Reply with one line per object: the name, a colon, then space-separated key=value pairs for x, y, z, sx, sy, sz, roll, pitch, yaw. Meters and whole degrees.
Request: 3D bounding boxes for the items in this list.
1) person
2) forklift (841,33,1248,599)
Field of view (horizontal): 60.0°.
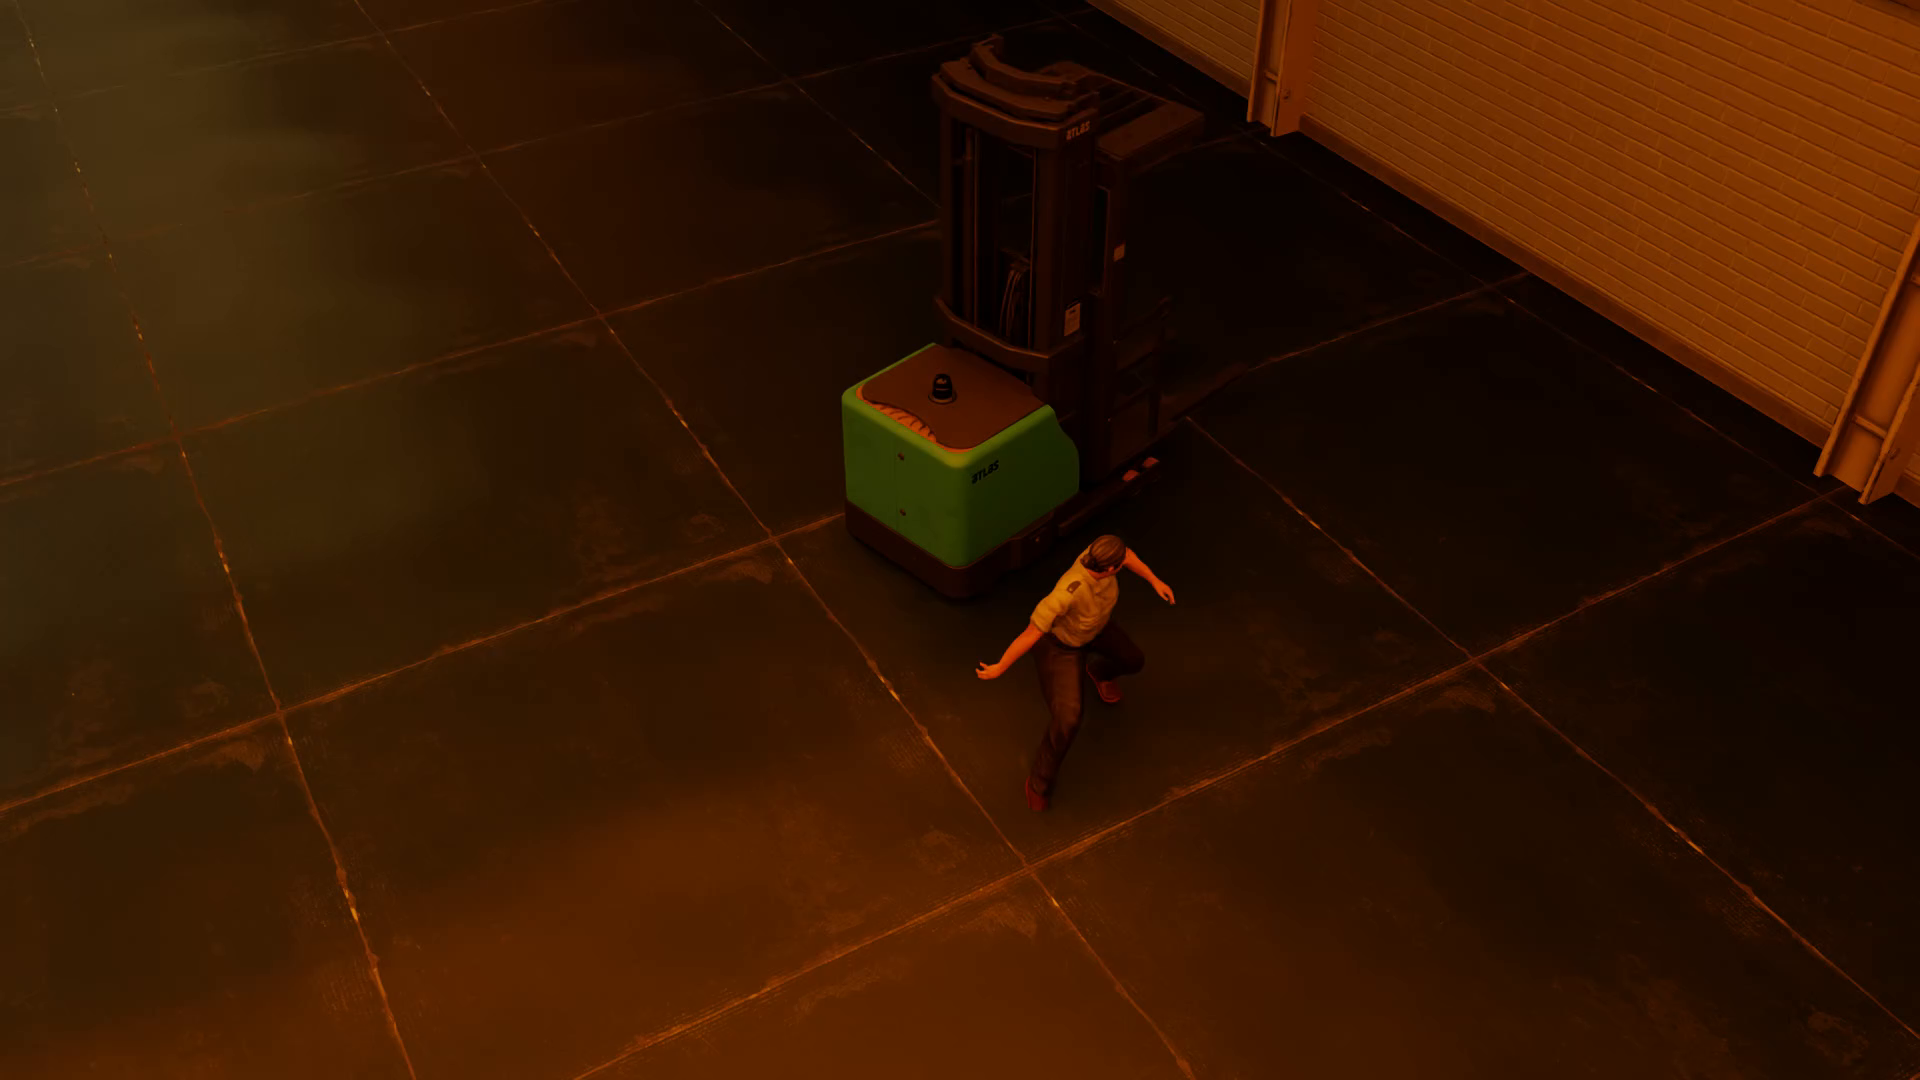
person: x=0.599 y=0.589 z=8.554 sx=0.528 sy=1.610 sz=1.028 roll=29 pitch=48 yaw=31
forklift: x=0.682 y=-1.618 z=9.986 sx=1.130 sy=2.935 sz=3.031 roll=32 pitch=49 yaw=33
